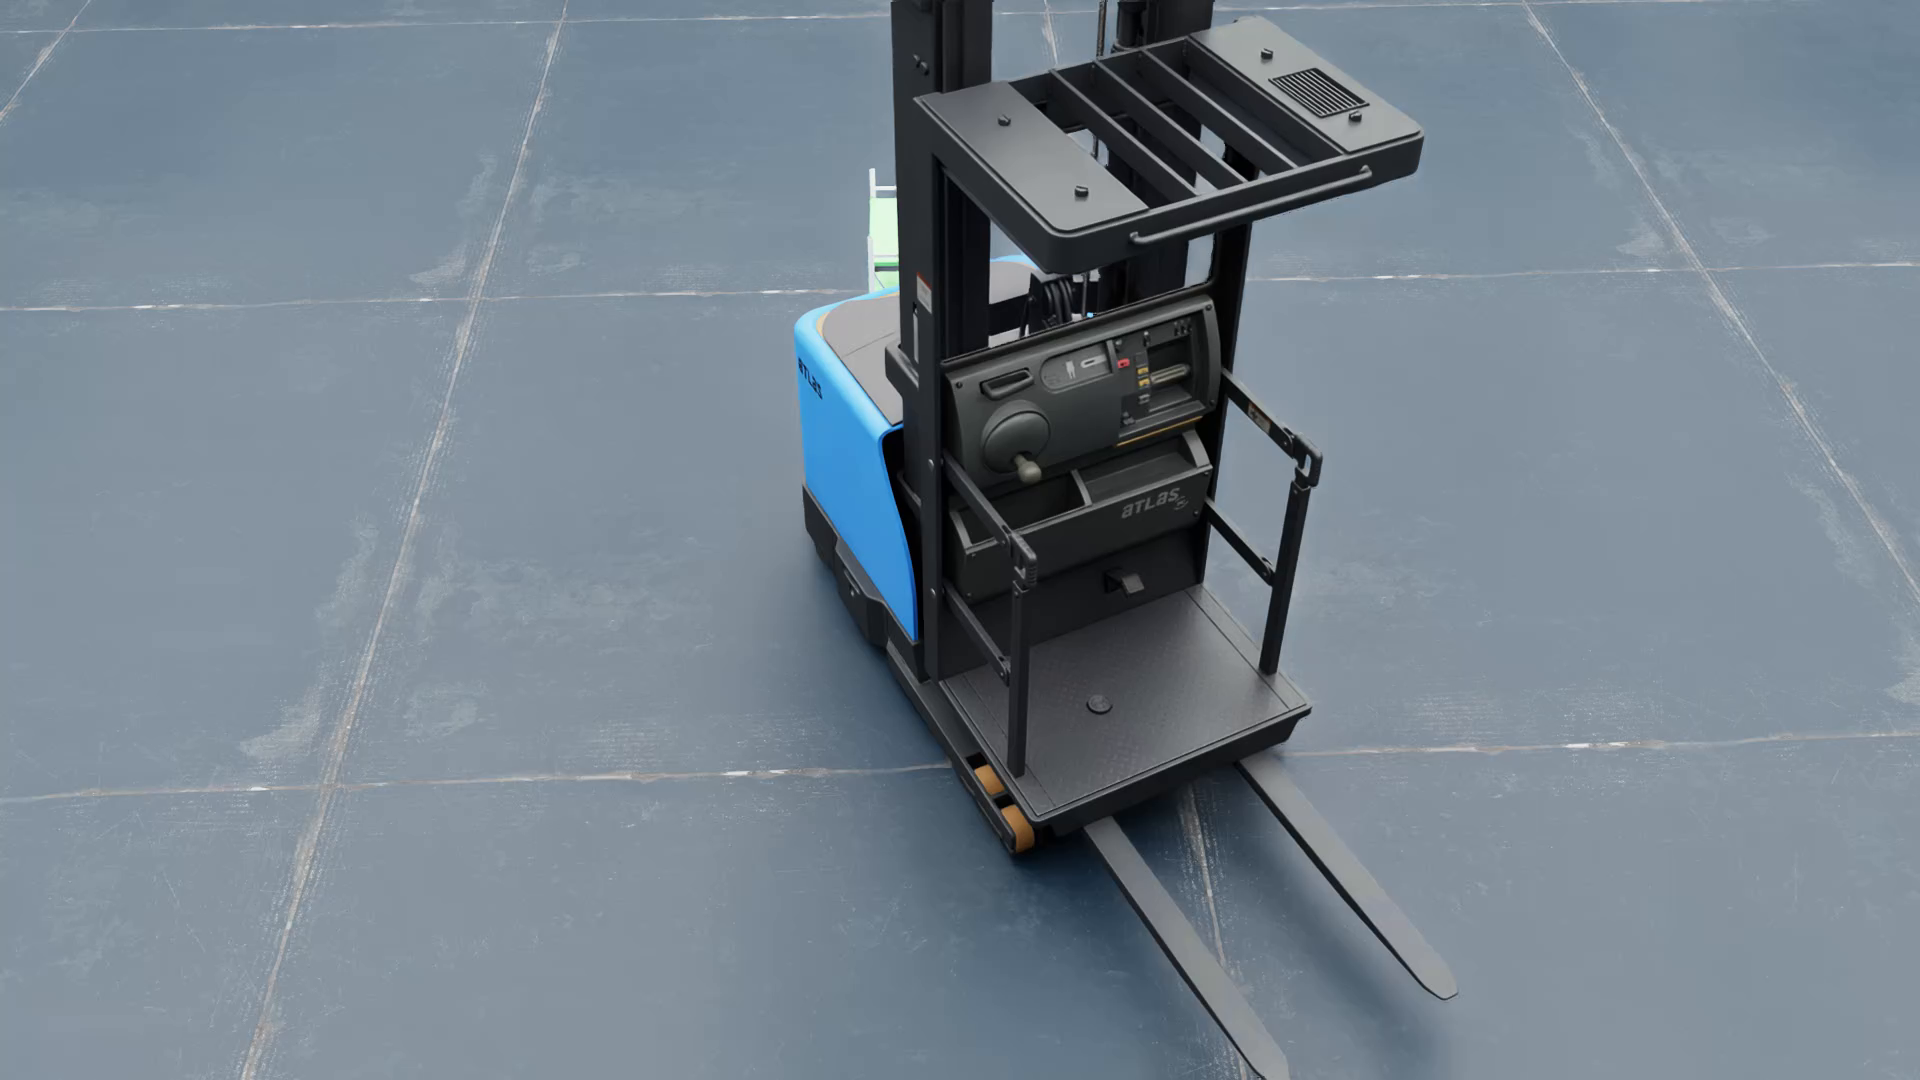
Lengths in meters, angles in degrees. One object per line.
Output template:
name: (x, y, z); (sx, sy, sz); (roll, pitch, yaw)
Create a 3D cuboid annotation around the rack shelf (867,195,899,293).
rack shelf: (-0.231, -1.163, 6.515); (0.258, 0.148, 0.480); (-1, 43, -1)

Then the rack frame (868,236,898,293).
rack frame: (-0.225, -0.691, 6.616); (0.240, 1.200, 0.015); (-1, 43, -1)

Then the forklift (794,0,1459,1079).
forklift: (0.499, -0.376, 4.991); (1.130, 2.935, 3.031); (-19, 46, -20)

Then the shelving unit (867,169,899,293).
shelving unit: (-0.231, -0.856, 6.796); (0.258, 1.200, 0.503); (-1, 43, -1)

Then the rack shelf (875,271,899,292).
rack shelf: (-0.231, -0.986, 6.677); (0.258, 0.148, 0.480); (-1, 43, -1)

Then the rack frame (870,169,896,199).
rack frame: (-0.237, -1.021, 6.976); (0.240, 1.200, 0.015); (-1, 43, -1)
